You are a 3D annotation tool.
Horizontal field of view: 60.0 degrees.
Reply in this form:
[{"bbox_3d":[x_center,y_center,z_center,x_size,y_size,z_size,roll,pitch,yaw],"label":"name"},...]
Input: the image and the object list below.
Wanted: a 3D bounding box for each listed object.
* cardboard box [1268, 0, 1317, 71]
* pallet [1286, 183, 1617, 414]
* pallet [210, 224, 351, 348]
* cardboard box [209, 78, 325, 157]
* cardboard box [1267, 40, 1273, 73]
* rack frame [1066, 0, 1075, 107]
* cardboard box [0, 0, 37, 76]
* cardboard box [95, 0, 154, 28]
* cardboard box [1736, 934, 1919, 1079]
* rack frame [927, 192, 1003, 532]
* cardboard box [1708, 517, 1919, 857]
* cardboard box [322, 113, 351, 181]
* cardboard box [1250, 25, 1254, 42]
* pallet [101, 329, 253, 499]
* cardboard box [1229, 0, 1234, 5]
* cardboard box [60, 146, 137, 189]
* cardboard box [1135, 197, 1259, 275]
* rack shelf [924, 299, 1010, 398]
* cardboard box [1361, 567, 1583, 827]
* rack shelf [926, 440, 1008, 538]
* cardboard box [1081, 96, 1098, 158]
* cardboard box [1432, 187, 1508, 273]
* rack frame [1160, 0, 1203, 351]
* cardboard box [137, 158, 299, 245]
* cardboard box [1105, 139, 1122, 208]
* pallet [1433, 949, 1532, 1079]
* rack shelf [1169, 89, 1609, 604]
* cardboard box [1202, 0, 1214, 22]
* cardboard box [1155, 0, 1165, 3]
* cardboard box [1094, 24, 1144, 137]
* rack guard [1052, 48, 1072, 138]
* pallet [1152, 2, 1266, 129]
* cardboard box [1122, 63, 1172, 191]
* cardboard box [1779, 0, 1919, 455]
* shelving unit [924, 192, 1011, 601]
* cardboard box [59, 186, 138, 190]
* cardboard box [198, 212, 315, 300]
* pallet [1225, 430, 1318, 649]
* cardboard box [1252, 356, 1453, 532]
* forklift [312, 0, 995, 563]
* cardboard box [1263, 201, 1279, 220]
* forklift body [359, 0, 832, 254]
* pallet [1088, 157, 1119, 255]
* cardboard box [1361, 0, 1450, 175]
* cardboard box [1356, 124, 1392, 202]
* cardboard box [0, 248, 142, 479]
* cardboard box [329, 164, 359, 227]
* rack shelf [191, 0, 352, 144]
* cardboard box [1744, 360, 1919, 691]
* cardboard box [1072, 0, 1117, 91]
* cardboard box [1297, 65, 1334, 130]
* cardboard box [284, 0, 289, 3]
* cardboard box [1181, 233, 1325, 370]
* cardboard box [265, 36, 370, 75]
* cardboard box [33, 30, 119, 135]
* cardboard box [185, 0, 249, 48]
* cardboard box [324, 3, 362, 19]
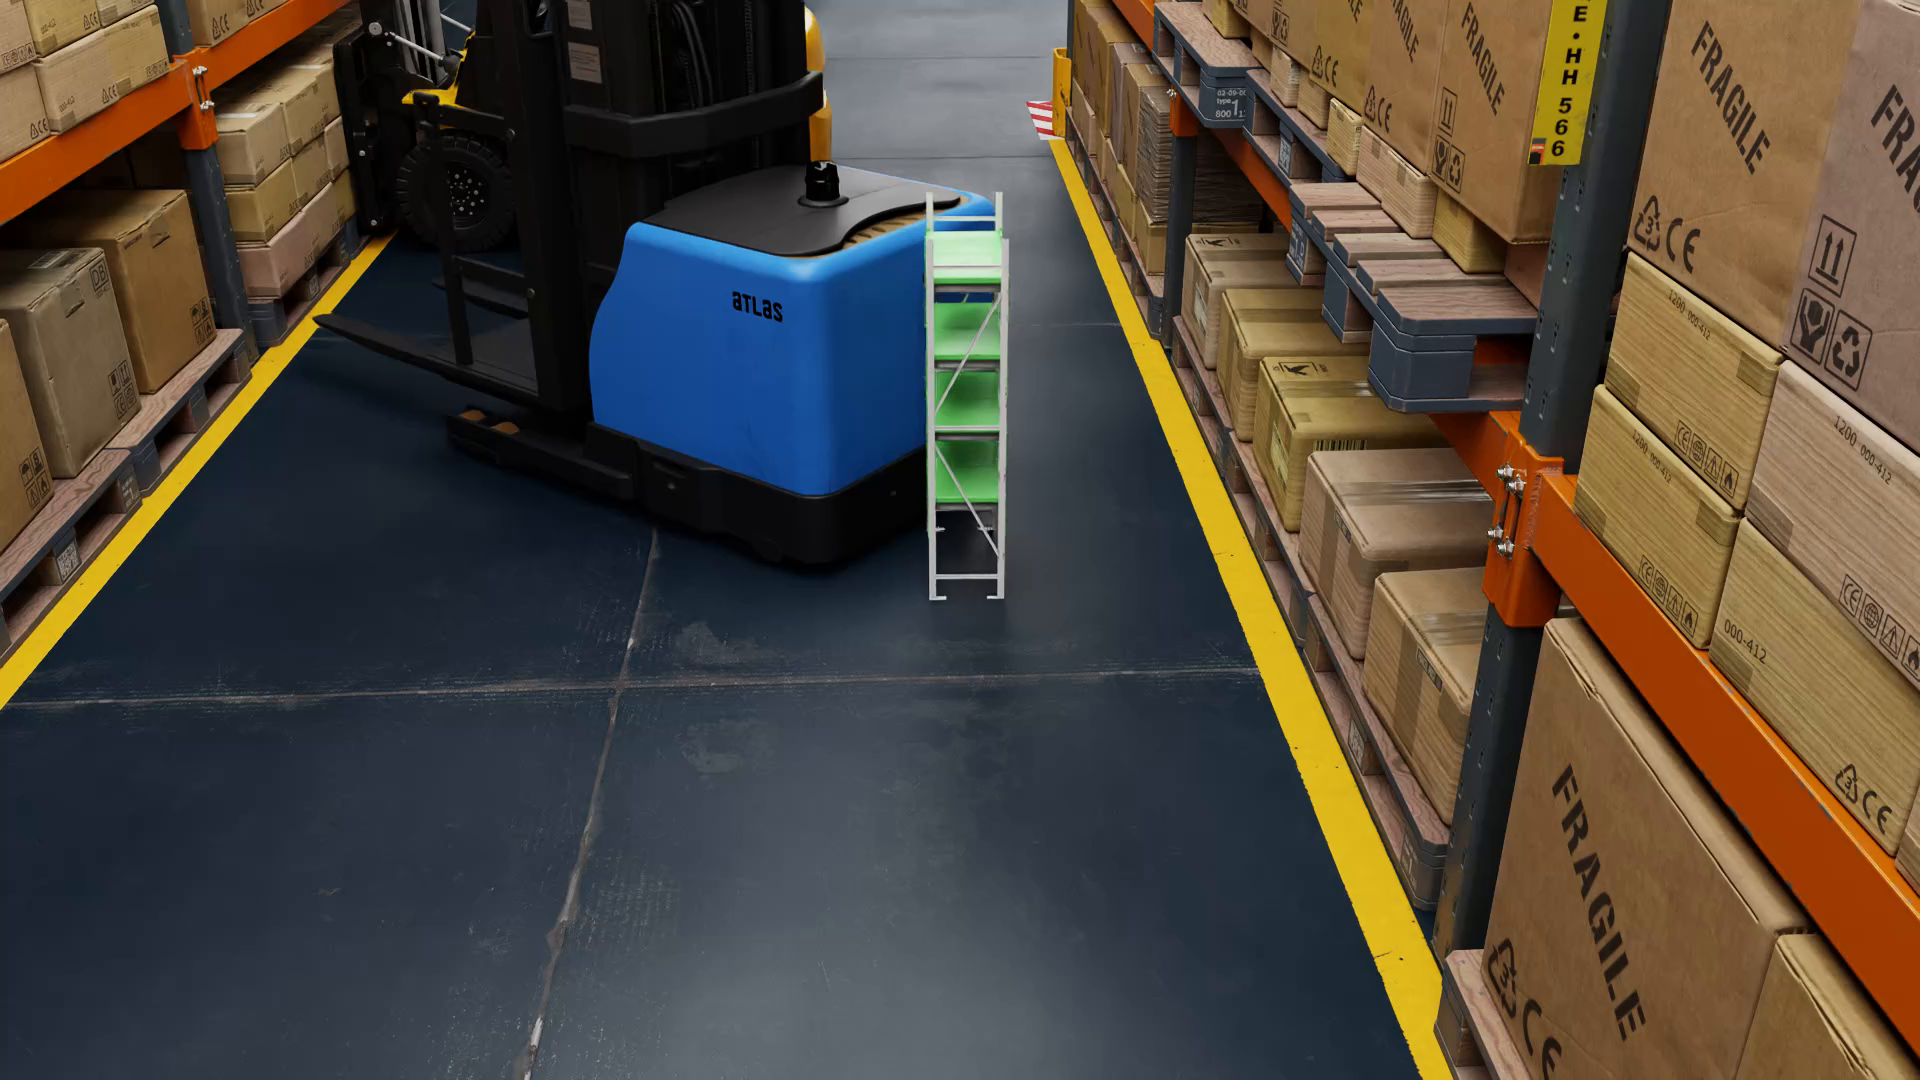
[{"bbox_3d":[1.215,-1.646,4.779,0.500,0.500,0.500,-2,28,-5],"label":"cardboard box"},{"bbox_3d":[1.466,-0.598,3.861,1.213,0.211,1.003,-1,28,-3],"label":"pallet"},{"bbox_3d":[-3.556,-1.215,7.850,1.003,0.211,1.213,-1,28,-3],"label":"pallet"},{"bbox_3d":[-3.285,-1.960,7.703,0.500,0.250,0.500,-1,28,-3],"label":"cardboard box"},{"bbox_3d":[1.192,-1.538,5.272,0.380,0.149,0.250,-1,28,-2],"label":"cardboard box"},{"bbox_3d":[1.191,-4.051,10.274,1.000,3.000,0.127,-1,28,-3],"label":"rack frame"},{"bbox_3d":[-3.221,-1.544,5.087,0.500,0.250,0.500,-1,28,-2],"label":"cardboard box"},{"bbox_3d":[-3.275,-2.017,5.996,0.500,0.250,0.500,-2,28,-4],"label":"cardboard box"},{"bbox_3d":[1.605,1.132,2.180,0.875,0.875,0.875,-1,28,-2],"label":"cardboard box"},{"bbox_3d":[0.014,-0.566,5.537,0.240,1.200,0.015,0,28,-1],"label":"rack frame"},{"bbox_3d":[1.428,0.178,2.327,0.500,0.250,0.500,-2,28,-4],"label":"cardboard box"},{"bbox_3d":[-3.316,-1.967,8.257,0.500,0.250,0.500,-2,28,-3],"label":"cardboard box"},{"bbox_3d":[1.209,-1.772,5.721,0.380,0.149,0.250,0,28,1],"label":"cardboard box"},{"bbox_3d":[-3.479,-0.507,6.494,1.003,0.211,1.213,-1,28,-3],"label":"pallet"},{"bbox_3d":[1.165,-2.112,5.672,0.500,0.500,0.500,-1,28,-2],"label":"cardboard box"},{"bbox_3d":[-3.775,-1.716,7.234,0.500,0.250,0.500,-1,28,-2],"label":"cardboard box"},{"bbox_3d":[1.101,-1.438,7.782,0.500,0.250,0.500,0,28,0],"label":"cardboard box"},{"bbox_3d":[0.018,-0.609,5.240,0.258,0.148,0.480,0,28,-1],"label":"rack shelf"},{"bbox_3d":[1.590,0.361,4.202,0.950,0.372,0.625,-3,28,-6],"label":"cardboard box"},{"bbox_3d":[0.018,-0.184,5.462,0.258,0.148,0.480,0,28,-1],"label":"rack shelf"},{"bbox_3d":[0.976,-2.403,9.634,0.500,0.250,0.500,0,28,-1],"label":"cardboard box"},{"bbox_3d":[1.271,-0.700,3.665,0.380,0.149,0.250,-1,28,-2],"label":"cardboard box"},{"bbox_3d":[1.400,-2.204,6.733,1.000,3.000,0.127,-1,28,-3],"label":"rack frame"},{"bbox_3d":[-3.273,-1.502,7.365,0.500,0.250,0.500,-2,28,-3],"label":"cardboard box"},{"bbox_3d":[1.041,-1.918,8.704,0.500,0.250,0.500,-1,28,-2],"label":"cardboard box"},{"bbox_3d":[1.575,1.245,3.134,1.003,0.211,1.213,-1,28,-3],"label":"pallet"},{"bbox_3d":[1.505,-0.962,5.128,1.077,0.370,4.000,-1,28,-3],"label":"rack shelf"},{"bbox_3d":[1.114,-2.016,6.190,0.380,0.149,0.250,-1,28,-2],"label":"cardboard box"},{"bbox_3d":[1.059,-2.349,7.282,0.380,0.149,0.250,-1,28,-1],"label":"cardboard box"},{"bbox_3d":[1.009,-2.488,8.984,0.500,0.500,0.500,-1,28,-2],"label":"cardboard box"},{"bbox_3d":[1.195,-2.908,10.785,1.175,0.500,0.348,-1,28,-3],"label":"rack guard"},{"bbox_3d":[1.295,-1.763,6.093,1.003,0.211,1.213,-1,28,-3],"label":"pallet"},{"bbox_3d":[1.073,-2.005,8.060,0.500,0.500,0.500,-1,28,-2],"label":"cardboard box"},{"bbox_3d":[1.426,-0.382,2.050,0.500,0.500,0.500,-1,28,-2],"label":"cardboard box"},{"bbox_3d":[0.018,-0.453,5.321,0.258,1.200,0.503,0,28,-1],"label":"shelving unit"},{"bbox_3d":[-3.786,-1.491,7.344,0.500,0.250,0.500,-2,28,-4],"label":"cardboard box"},{"bbox_3d":[-3.251,-1.281,7.482,0.500,0.250,0.500,-1,28,-2],"label":"cardboard box"},{"bbox_3d":[1.509,-0.044,5.605,1.003,0.211,1.213,-1,28,-3],"label":"pallet"},{"bbox_3d":[1.509,-0.330,5.527,0.950,0.372,0.625,0,28,-1],"label":"cardboard box"},{"bbox_3d":[-1.349,-1.752,5.940,3.031,2.935,1.130,19,33,32],"label":"forklift"},{"bbox_3d":[1.639,-1.783,7.633,0.500,0.500,0.500,0,28,0],"label":"cardboard box"},{"bbox_3d":[-1.844,-2.722,8.643,2.313,2.155,1.214,-1,28,-3],"label":"forklift body"},{"bbox_3d":[1.263,-1.842,9.053,1.003,0.211,1.213,-1,28,-3],"label":"pallet"},{"bbox_3d":[1.270,-1.161,3.849,0.500,0.500,0.500,-2,28,-3],"label":"cardboard box"},{"bbox_3d":[1.208,-0.931,4.109,0.380,0.149,0.250,-3,28,-5],"label":"cardboard box"},{"bbox_3d":[-3.485,-0.617,5.803,0.875,0.625,0.625,-2,28,-3],"label":"cardboard box"},{"bbox_3d":[-3.335,-1.752,8.385,0.500,0.250,0.500,-1,28,-2],"label":"cardboard box"},{"bbox_3d":[-3.661,-2.687,8.437,1.077,0.370,4.000,-1,28,-3],"label":"rack shelf"},{"bbox_3d":[1.415,-0.033,2.192,0.500,0.250,0.500,-1,28,-1],"label":"cardboard box"},{"bbox_3d":[0.959,-2.961,9.892,0.500,0.500,0.500,-2,28,-4],"label":"cardboard box"},{"bbox_3d":[1.197,-1.291,4.799,0.380,0.149,0.250,-2,28,-4],"label":"cardboard box"},{"bbox_3d":[-3.390,-2.812,7.790,0.500,0.500,0.500,-2,28,-3],"label":"cardboard box"},{"bbox_3d":[1.430,-0.983,6.779,0.950,0.372,0.625,-1,28,-2],"label":"cardboard box"},{"bbox_3d":[-3.342,-2.432,8.608,0.500,0.250,0.500,-2,28,-4],"label":"cardboard box"},{"bbox_3d":[-3.237,-1.558,5.655,0.500,0.250,0.500,-2,28,-3],"label":"cardboard box"},{"bbox_3d":[-3.319,-2.338,6.881,0.500,0.500,0.500,-2,28,-4],"label":"cardboard box"},{"bbox_3d":[-3.397,-2.899,9.504,0.500,0.250,0.500,-1,28,-2],"label":"cardboard box"}]
